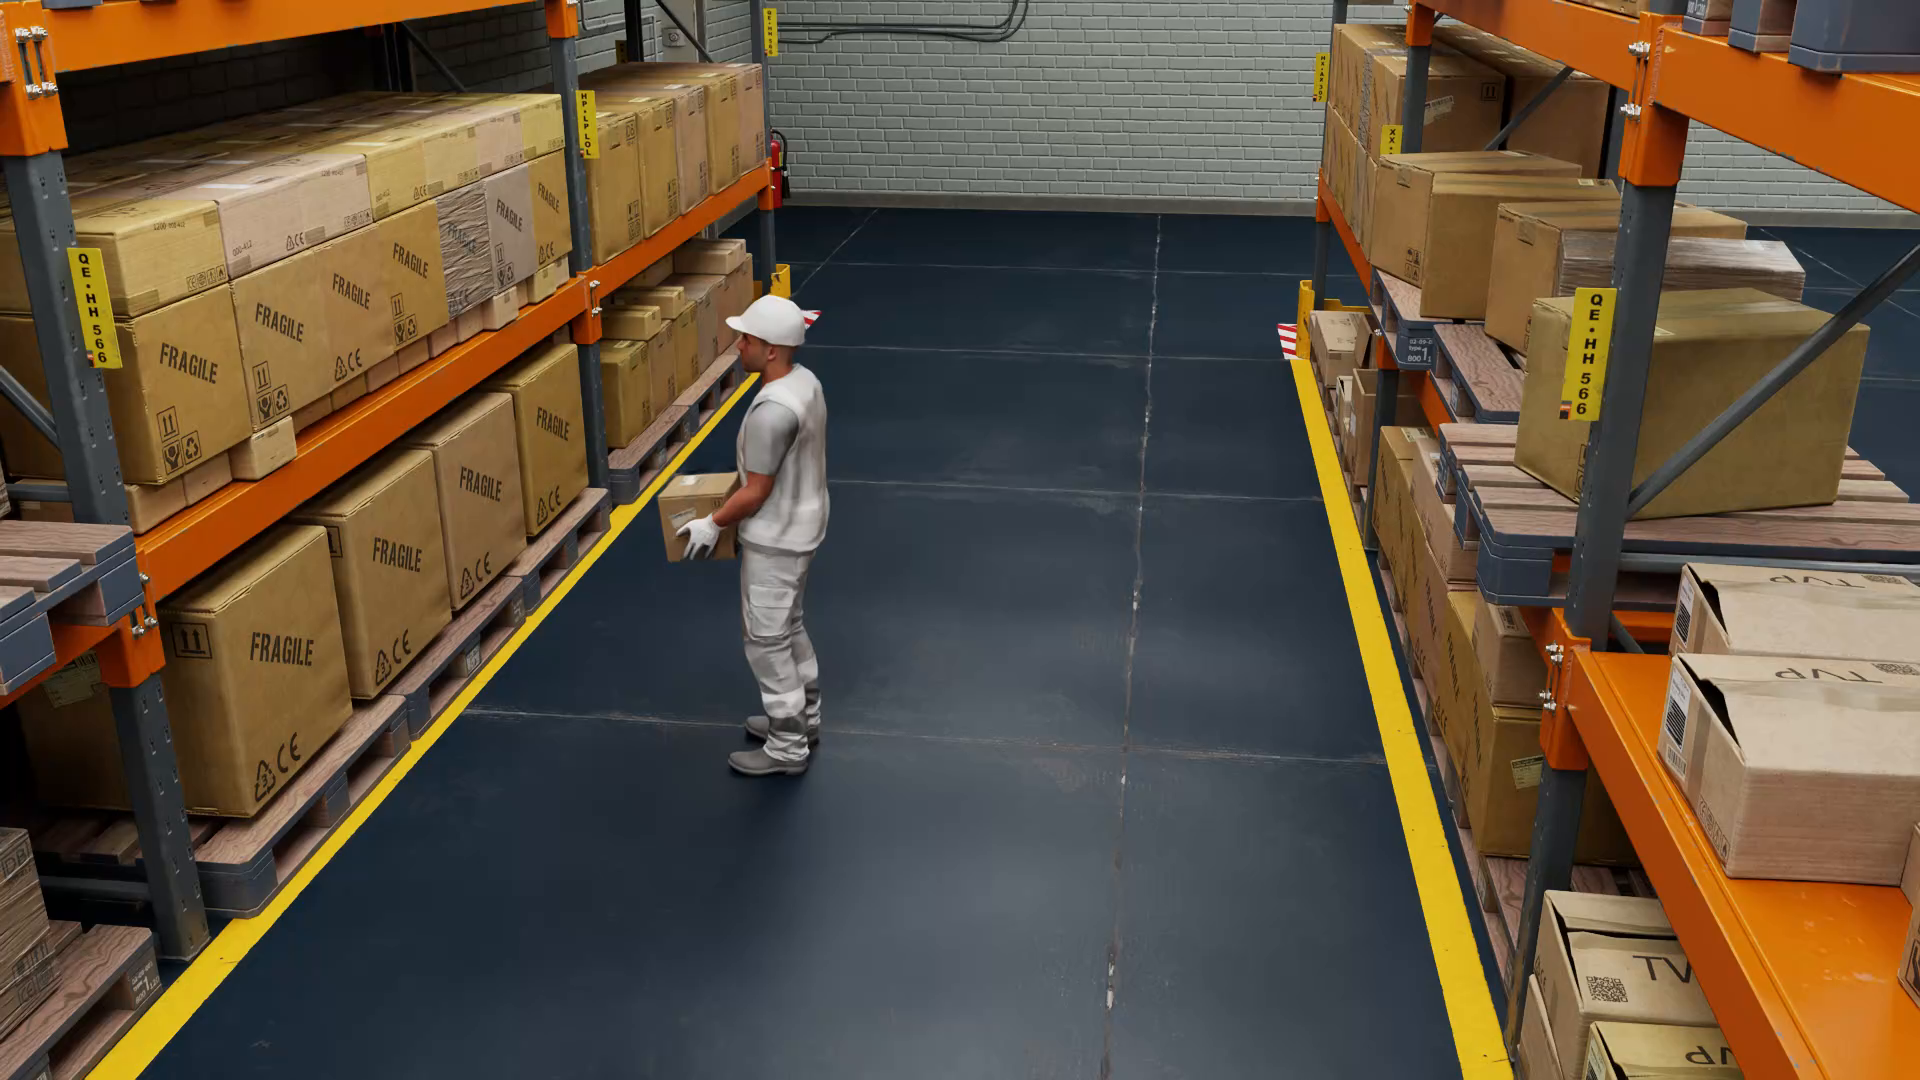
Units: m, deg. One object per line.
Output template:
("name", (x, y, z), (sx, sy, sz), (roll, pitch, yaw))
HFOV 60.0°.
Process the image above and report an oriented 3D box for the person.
("person", (-0.740, -0.009, 6.064), (0.519, 1.794, 0.526), (2, 21, 6))
